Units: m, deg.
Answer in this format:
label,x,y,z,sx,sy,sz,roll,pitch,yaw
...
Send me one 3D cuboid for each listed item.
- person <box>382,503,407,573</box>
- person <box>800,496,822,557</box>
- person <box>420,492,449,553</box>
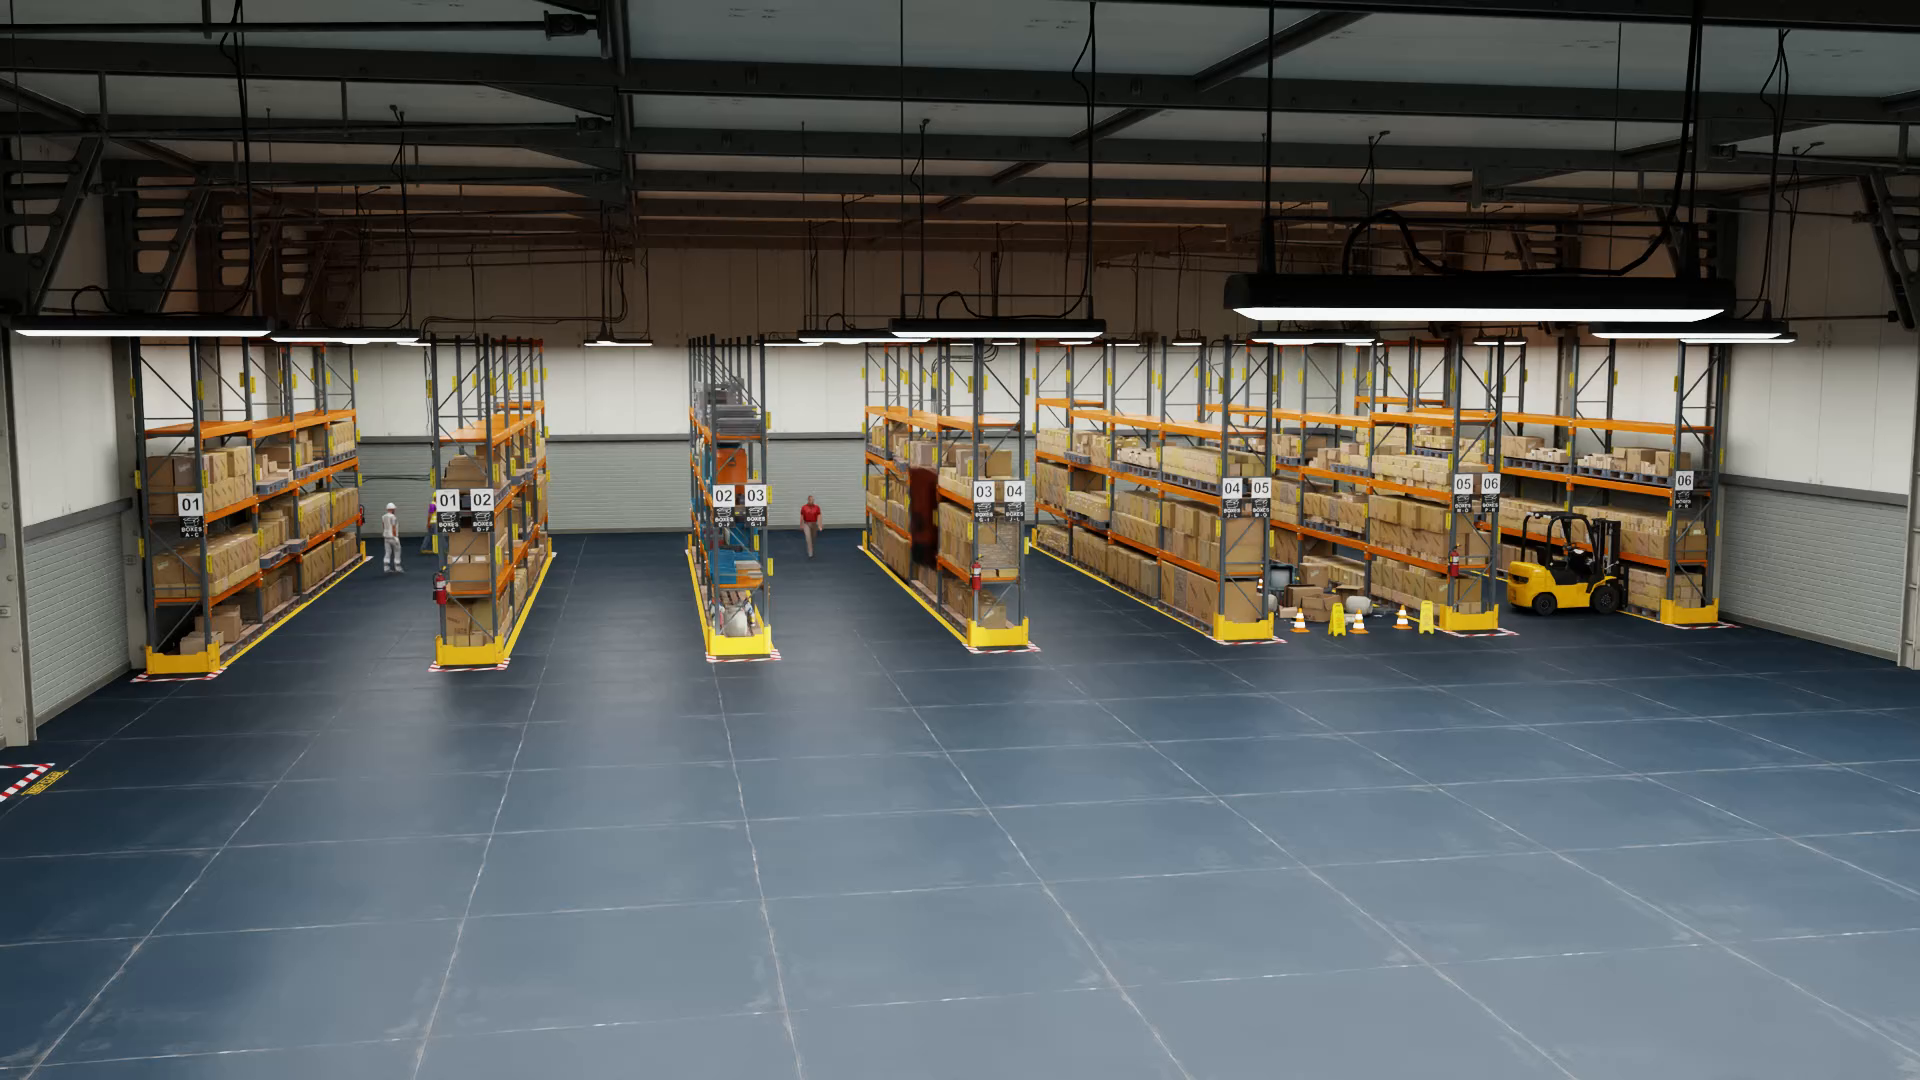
label,x,y,z,sx,sy,sz,roll,pitch,yaw
person,-14.518,-0.028,42.547,0.617,1.822,0.538,5,8,35
person,-4.112,-0.397,46.089,0.548,1.660,1.102,-3,7,-21
person,-14.658,-0.493,46.620,0.971,1.703,0.536,-3,7,-25
